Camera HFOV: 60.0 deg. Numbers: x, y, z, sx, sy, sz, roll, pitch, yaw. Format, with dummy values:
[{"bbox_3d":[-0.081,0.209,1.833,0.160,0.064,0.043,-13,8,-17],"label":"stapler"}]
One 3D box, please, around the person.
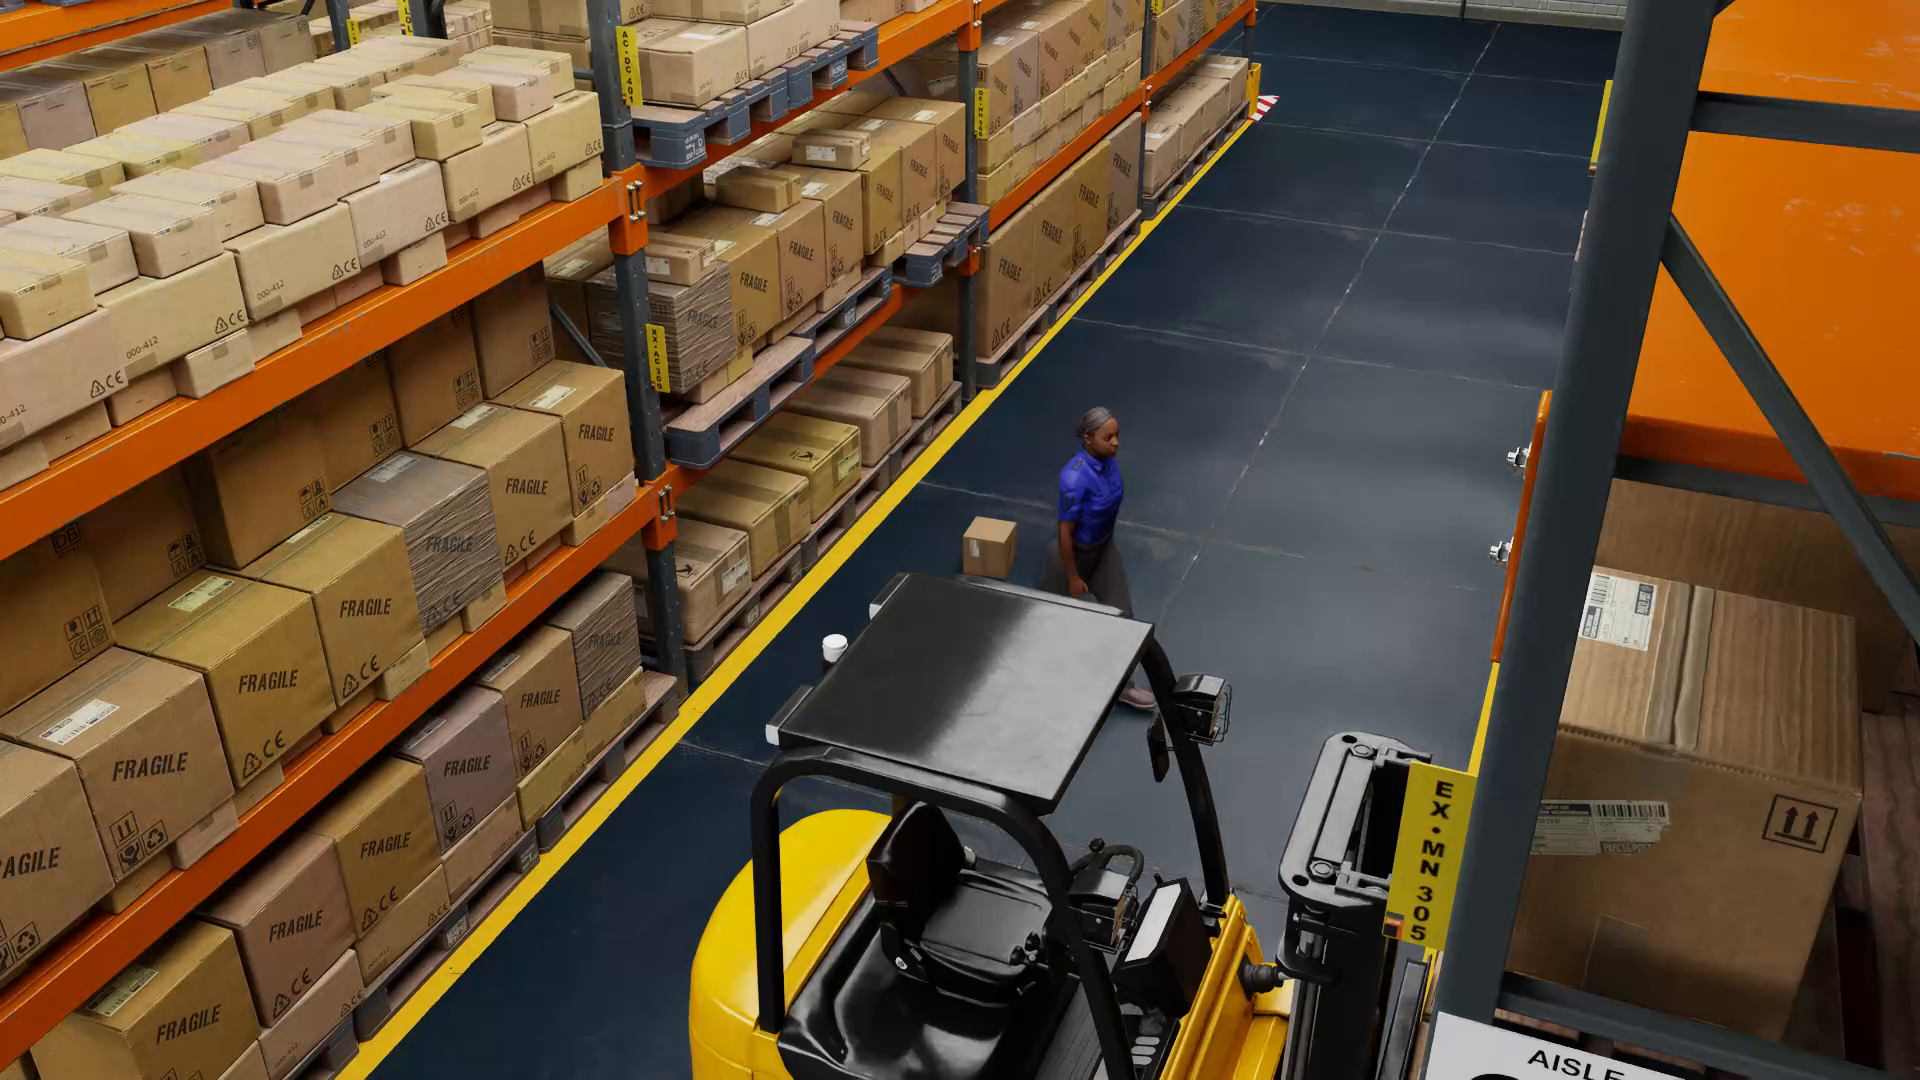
[{"bbox_3d":[0.577,0.059,8.298,0.986,1.607,0.456,22,37,34],"label":"person"}]
